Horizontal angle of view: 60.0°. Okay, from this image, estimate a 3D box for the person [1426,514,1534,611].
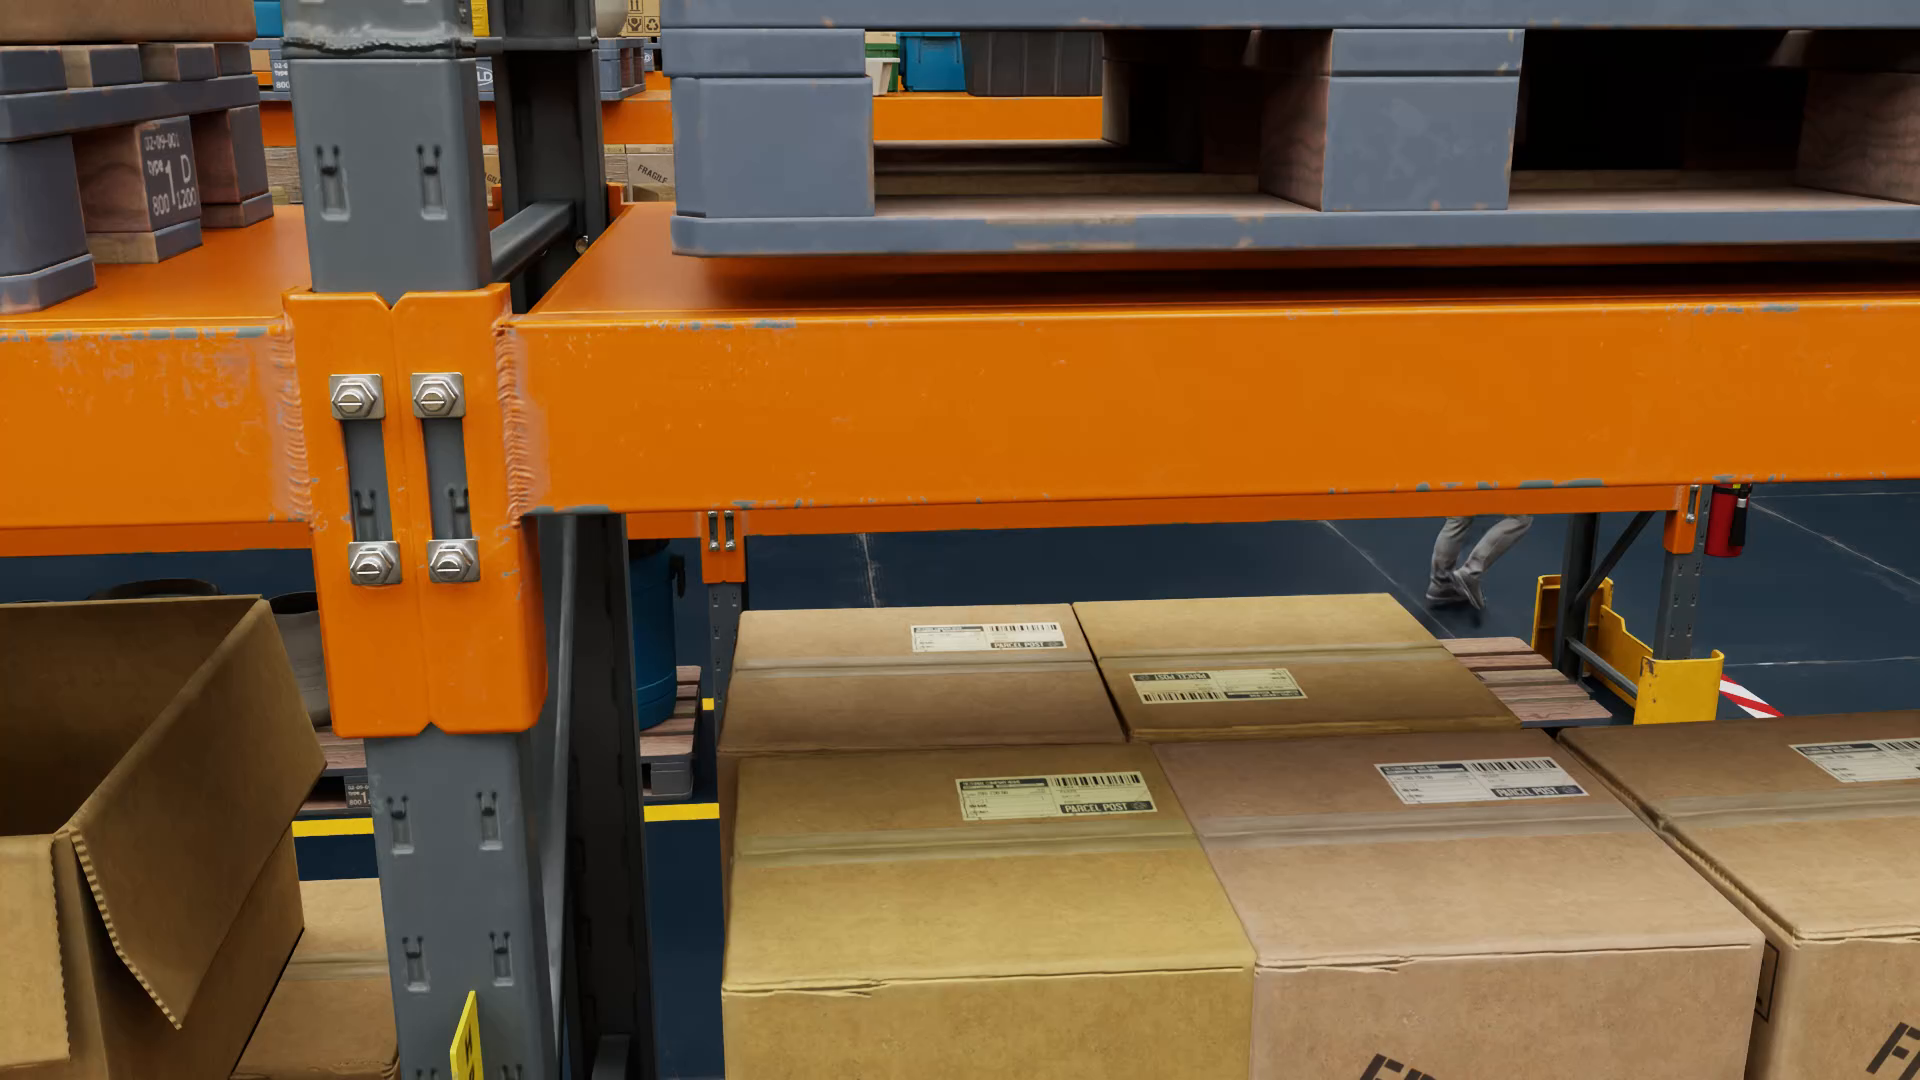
[{"bbox_3d":[2.818,-0.435,8.907,0.468,1.695,0.538,-3,17,-9],"label":"person"}]
